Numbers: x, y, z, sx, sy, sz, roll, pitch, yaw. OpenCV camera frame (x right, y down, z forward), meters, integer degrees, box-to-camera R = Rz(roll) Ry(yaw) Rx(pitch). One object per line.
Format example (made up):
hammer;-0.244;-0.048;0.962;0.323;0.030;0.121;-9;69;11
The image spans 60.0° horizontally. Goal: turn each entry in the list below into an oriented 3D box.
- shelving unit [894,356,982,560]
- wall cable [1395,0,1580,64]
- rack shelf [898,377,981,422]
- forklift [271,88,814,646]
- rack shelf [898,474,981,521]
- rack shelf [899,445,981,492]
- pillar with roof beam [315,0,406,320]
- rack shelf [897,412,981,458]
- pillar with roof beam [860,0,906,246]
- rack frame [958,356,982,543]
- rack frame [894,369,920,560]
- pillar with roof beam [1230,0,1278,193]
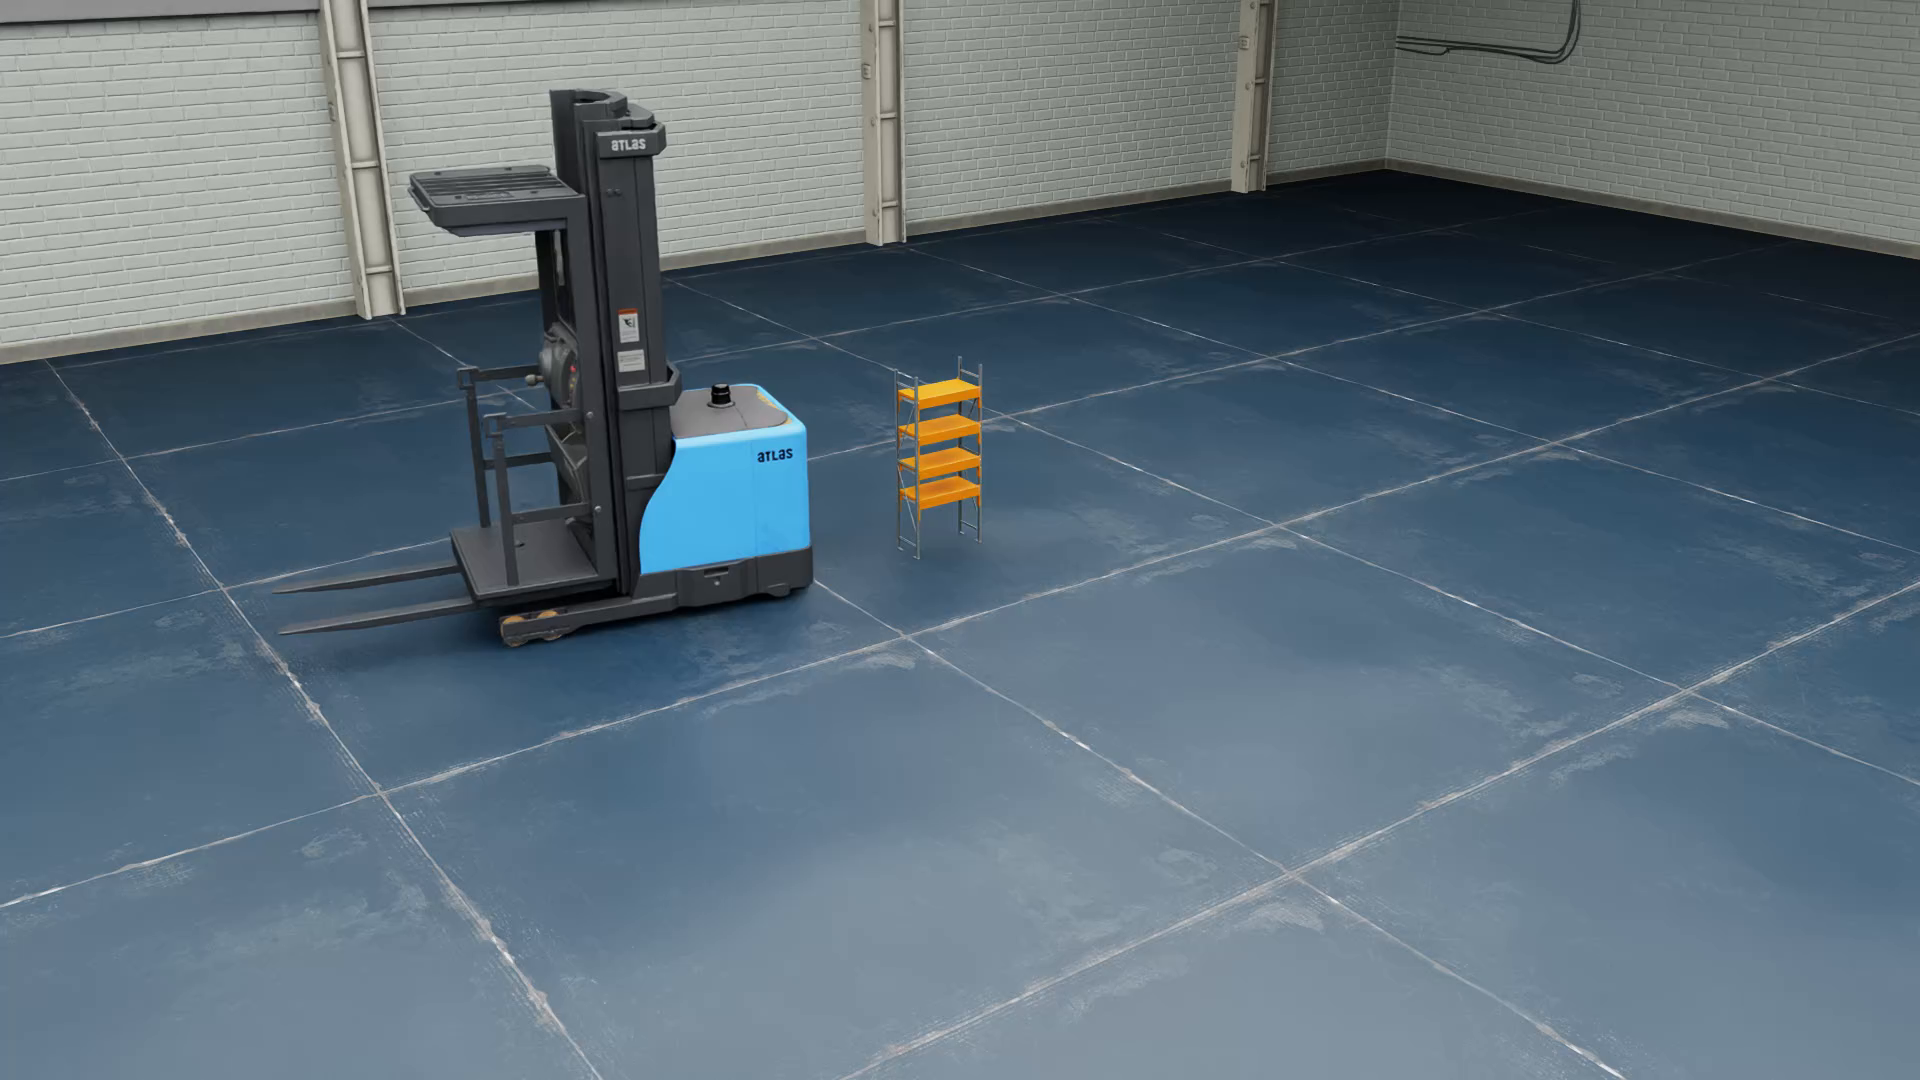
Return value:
shelving unit;-0.134;-0.521;10.584;0.503;1.200;0.258;-15;26;-33
wall cable;7.150;-7.826;22.555;0.112;2.526;3.097;-15;26;-33
rack shelf;-0.134;-0.886;10.439;0.480;0.148;0.258;-15;26;-33
forklift;-2.452;-0.983;9.406;3.031;2.935;1.130;-9;24;-22
rack shelf;-0.134;-0.275;10.683;0.480;0.148;0.258;-15;26;-33
rack shelf;-0.134;-0.459;10.609;0.480;0.148;0.258;-15;26;-33
pillar with roof beam;-3.240;-5.135;11.624;0.400;9.000;9.100;-15;26;-33
rack shelf;-0.134;-0.667;10.526;0.480;0.148;0.258;-15;26;-33
pillar with roof beam;1.630;-6.434;14.878;0.400;9.000;9.100;-15;26;-33
rack frame;0.064;-0.574;10.717;0.015;1.200;0.240;-15;26;-33
rack frame;-0.332;-0.469;10.452;0.015;1.200;0.240;-15;26;-33
pillar with roof beam;6.501;-7.733;18.133;0.400;9.000;9.100;-15;26;-33
